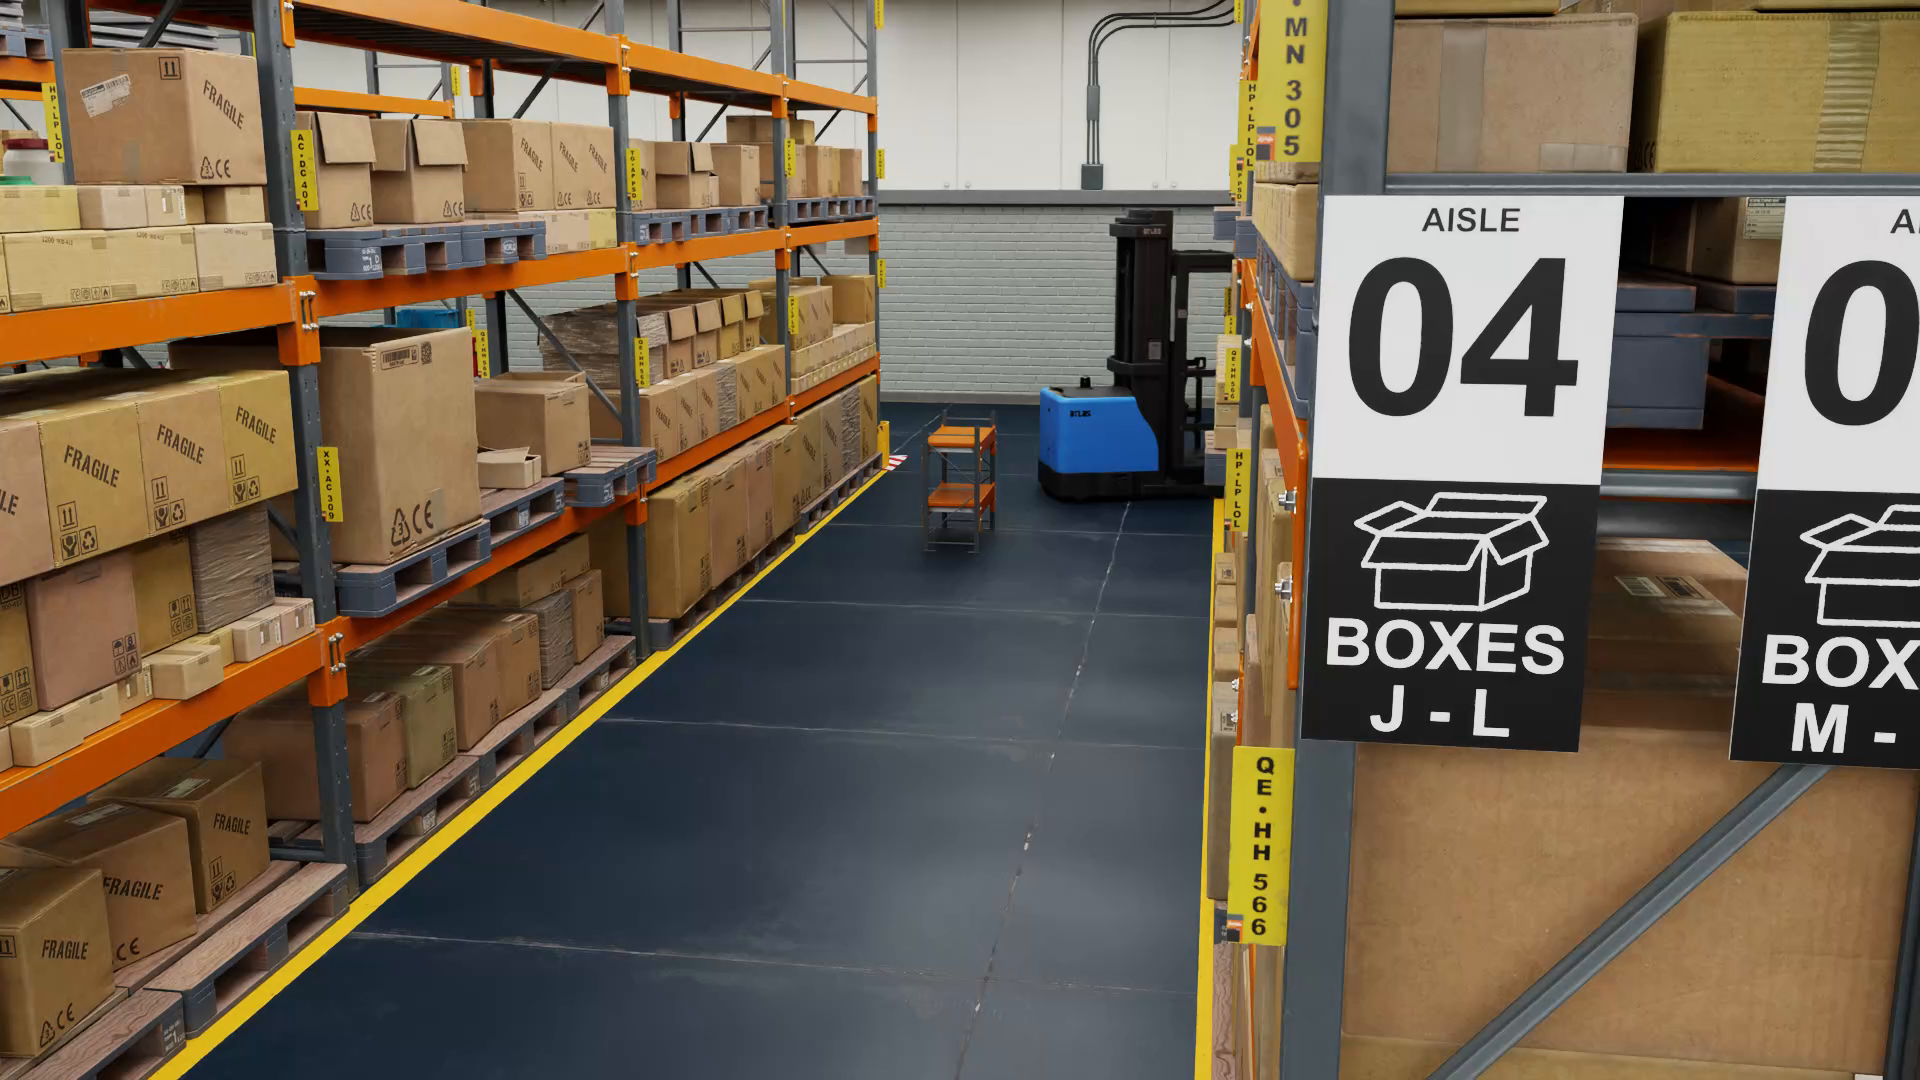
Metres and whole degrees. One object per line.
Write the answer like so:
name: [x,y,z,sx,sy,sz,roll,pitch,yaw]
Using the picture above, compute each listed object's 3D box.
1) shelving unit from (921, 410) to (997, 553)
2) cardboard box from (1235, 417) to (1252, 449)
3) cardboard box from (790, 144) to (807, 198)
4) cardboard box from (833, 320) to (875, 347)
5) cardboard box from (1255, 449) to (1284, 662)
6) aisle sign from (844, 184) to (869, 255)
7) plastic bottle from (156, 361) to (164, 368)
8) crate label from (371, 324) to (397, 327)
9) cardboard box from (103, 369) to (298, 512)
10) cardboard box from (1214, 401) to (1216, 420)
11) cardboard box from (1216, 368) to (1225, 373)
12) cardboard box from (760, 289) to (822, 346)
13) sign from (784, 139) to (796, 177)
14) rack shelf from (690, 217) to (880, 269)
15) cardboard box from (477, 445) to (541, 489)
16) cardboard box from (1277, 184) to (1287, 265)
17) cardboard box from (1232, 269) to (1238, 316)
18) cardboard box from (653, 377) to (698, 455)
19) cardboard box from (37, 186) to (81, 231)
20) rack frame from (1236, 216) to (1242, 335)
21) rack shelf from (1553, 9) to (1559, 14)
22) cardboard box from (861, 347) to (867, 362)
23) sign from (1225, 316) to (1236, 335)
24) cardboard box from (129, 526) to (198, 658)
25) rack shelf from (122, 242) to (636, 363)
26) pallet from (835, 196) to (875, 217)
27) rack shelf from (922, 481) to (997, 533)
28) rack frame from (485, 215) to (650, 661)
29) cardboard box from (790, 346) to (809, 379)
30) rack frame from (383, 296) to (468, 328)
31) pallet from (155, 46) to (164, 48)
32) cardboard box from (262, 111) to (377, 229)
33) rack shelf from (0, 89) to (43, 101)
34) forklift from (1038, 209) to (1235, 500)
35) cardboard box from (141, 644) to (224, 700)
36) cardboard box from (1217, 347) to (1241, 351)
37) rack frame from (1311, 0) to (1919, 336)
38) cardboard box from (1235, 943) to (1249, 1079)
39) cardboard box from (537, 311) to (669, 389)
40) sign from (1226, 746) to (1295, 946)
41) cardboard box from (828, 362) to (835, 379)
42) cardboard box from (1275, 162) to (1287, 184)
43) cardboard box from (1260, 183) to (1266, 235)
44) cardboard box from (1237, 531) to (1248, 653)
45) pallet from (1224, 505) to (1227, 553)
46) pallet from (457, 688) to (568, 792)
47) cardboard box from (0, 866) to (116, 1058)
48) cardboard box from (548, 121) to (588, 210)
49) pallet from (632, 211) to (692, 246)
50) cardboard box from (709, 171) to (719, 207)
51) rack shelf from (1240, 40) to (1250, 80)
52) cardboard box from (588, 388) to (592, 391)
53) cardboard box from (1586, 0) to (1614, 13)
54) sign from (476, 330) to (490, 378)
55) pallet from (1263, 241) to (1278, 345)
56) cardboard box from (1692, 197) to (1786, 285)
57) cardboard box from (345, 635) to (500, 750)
shelving unit: [0.001,-0.551,15.138,0.538,1.125,1.048,2,12,9]
cardboard box: [1.900,-0.448,9.971,0.500,0.500,0.500,2,12,9]
cardboard box: [-1.886,-3.544,15.984,0.700,0.500,0.500,3,12,12]
cardboard box: [-1.231,-2.293,18.421,0.500,0.250,0.500,2,12,8]
cardboard box: [1.342,0.050,4.980,0.875,0.550,0.550,2,12,9]
aisle sign: [-1.111,-3.607,18.695,0.394,0.787,0.004,2,12,9]
plastic bottle: [-7.427,-1.511,15.419,0.061,0.283,0.133,2,12,9]
crate label: [-6.676,-2.398,19.512,0.416,0.233,0.303,2,12,9]
cardboard box: [-3.062,-0.413,6.731,0.500,0.500,0.500,2,12,9]
cardboard box: [1.902,-0.885,11.129,0.380,0.149,0.250,2,12,11]
cardboard box: [1.940,-1.081,11.331,0.380,0.149,0.250,2,12,10]
cardboard box: [-1.624,-2.130,15.885,0.500,0.500,0.500,2,12,9]
sign: [-1.496,-3.355,14.605,0.100,0.325,0.005,2,12,9]
rack shelf: [-1.727,-3.029,16.773,1.077,0.370,4.000,2,12,9]
cardboard box: [-2.639,-0.449,9.536,0.396,0.266,0.258,2,12,7]
cardboard box: [0.800,-0.602,3.166,0.380,0.149,0.250,2,12,9]
cardboard box: [2.656,-2.106,14.585,0.500,0.500,0.500,1,12,7]
cardboard box: [-2.229,-0.914,12.134,0.500,0.500,0.500,2,12,7]
cardboard box: [-3.243,-1.126,5.646,0.380,0.149,0.250,2,12,11]
rack frame: [2.851,-1.316,14.238,1.000,3.000,0.127,2,12,9]
rack shelf: [1.313,-1.620,4.065,1.077,0.370,4.000,2,12,9]
cardboard box: [-1.227,-2.016,18.083,0.380,0.149,0.250,2,12,9]
sign: [2.314,-1.755,14.221,0.100,0.325,0.005,2,12,9]
cardboard box: [-3.507,0.168,6.409,0.875,0.500,0.500,2,12,9]
rack shelf: [-2.957,-1.364,9.045,1.077,0.370,4.000,2,12,9]
pallet: [-1.523,-3.599,17.920,1.003,0.211,1.213,2,12,9]
rack shelf: [0.001,-0.312,15.190,0.538,0.278,1.000,2,12,9]
rack frame: [-2.649,-0.665,11.217,1.000,3.000,0.127,2,12,9]
cardboard box: [-1.703,-1.659,15.480,0.500,0.250,0.500,2,12,8]
rack frame: [-6.313,-2.491,19.690,1.000,3.000,0.127,2,12,9]
pallet: [-7.025,-4.130,14.452,1.003,0.211,1.213,2,12,9]
cardboard box: [-3.094,-1.649,7.422,0.797,0.503,0.637,1,12,6]
rack shelf: [-11.514,-4.816,17.950,1.077,0.370,4.000,2,12,9]
forklift: [2.405,-1.962,17.397,3.031,2.935,1.130,-2,12,-9]
cardboard box: [-3.081,0.502,6.398,0.380,0.149,0.250,2,12,9]
cardboard box: [2.178,-1.406,12.841,0.380,0.149,0.250,2,12,8]
rack frame: [1.006,-1.751,2.015,1.000,3.000,0.127,2,12,9]
cardboard box: [1.320,1.499,5.222,0.875,0.875,0.875,2,12,9]
cardboard box: [-2.521,-1.356,11.805,0.797,0.503,0.637,2,12,11]
sign: [0.472,0.479,2.595,0.100,0.325,0.005,2,12,9]
cardboard box: [-1.461,-1.696,16.595,0.380,0.149,0.250,2,12,9]
cardboard box: [0.883,-0.826,3.258,0.500,0.250,0.500,2,12,9]
cardboard box: [1.035,-0.919,4.635,0.380,0.149,0.250,2,12,9]
cardboard box: [1.437,0.183,7.044,0.500,0.500,0.500,2,12,8]
pallet: [2.920,-0.094,15.186,1.003,0.211,1.213,2,12,9]
pallet: [-2.961,1.114,9.582,1.003,0.211,1.213,2,12,9]
cardboard box: [-3.464,1.517,6.027,0.500,0.500,0.500,1,12,4]
cardboard box: [-2.544,-2.210,9.843,0.500,0.500,0.500,2,12,9]
pallet: [-2.603,-2.175,11.551,1.213,0.211,1.003,2,12,11]
cardboard box: [-2.292,-2.901,13.684,0.500,0.311,0.500,1,12,7]
rack shelf: [2.544,-3.285,11.792,1.077,0.370,4.000,2,12,9]
cardboard box: [-2.818,-0.825,11.721,0.500,0.500,0.500,2,12,10]
cardboard box: [1.529,-1.077,3.475,0.380,0.149,0.250,2,12,8]
sign: [-3.198,-1.249,11.176,0.100,0.325,0.005,2,12,9]
pallet: [1.295,-0.651,4.240,1.003,0.211,1.213,2,12,9]
cardboard box: [1.375,-0.477,2.585,0.380,0.149,0.250,2,12,9]
cardboard box: [-2.971,0.832,9.159,0.700,0.500,0.500,1,12,4]
